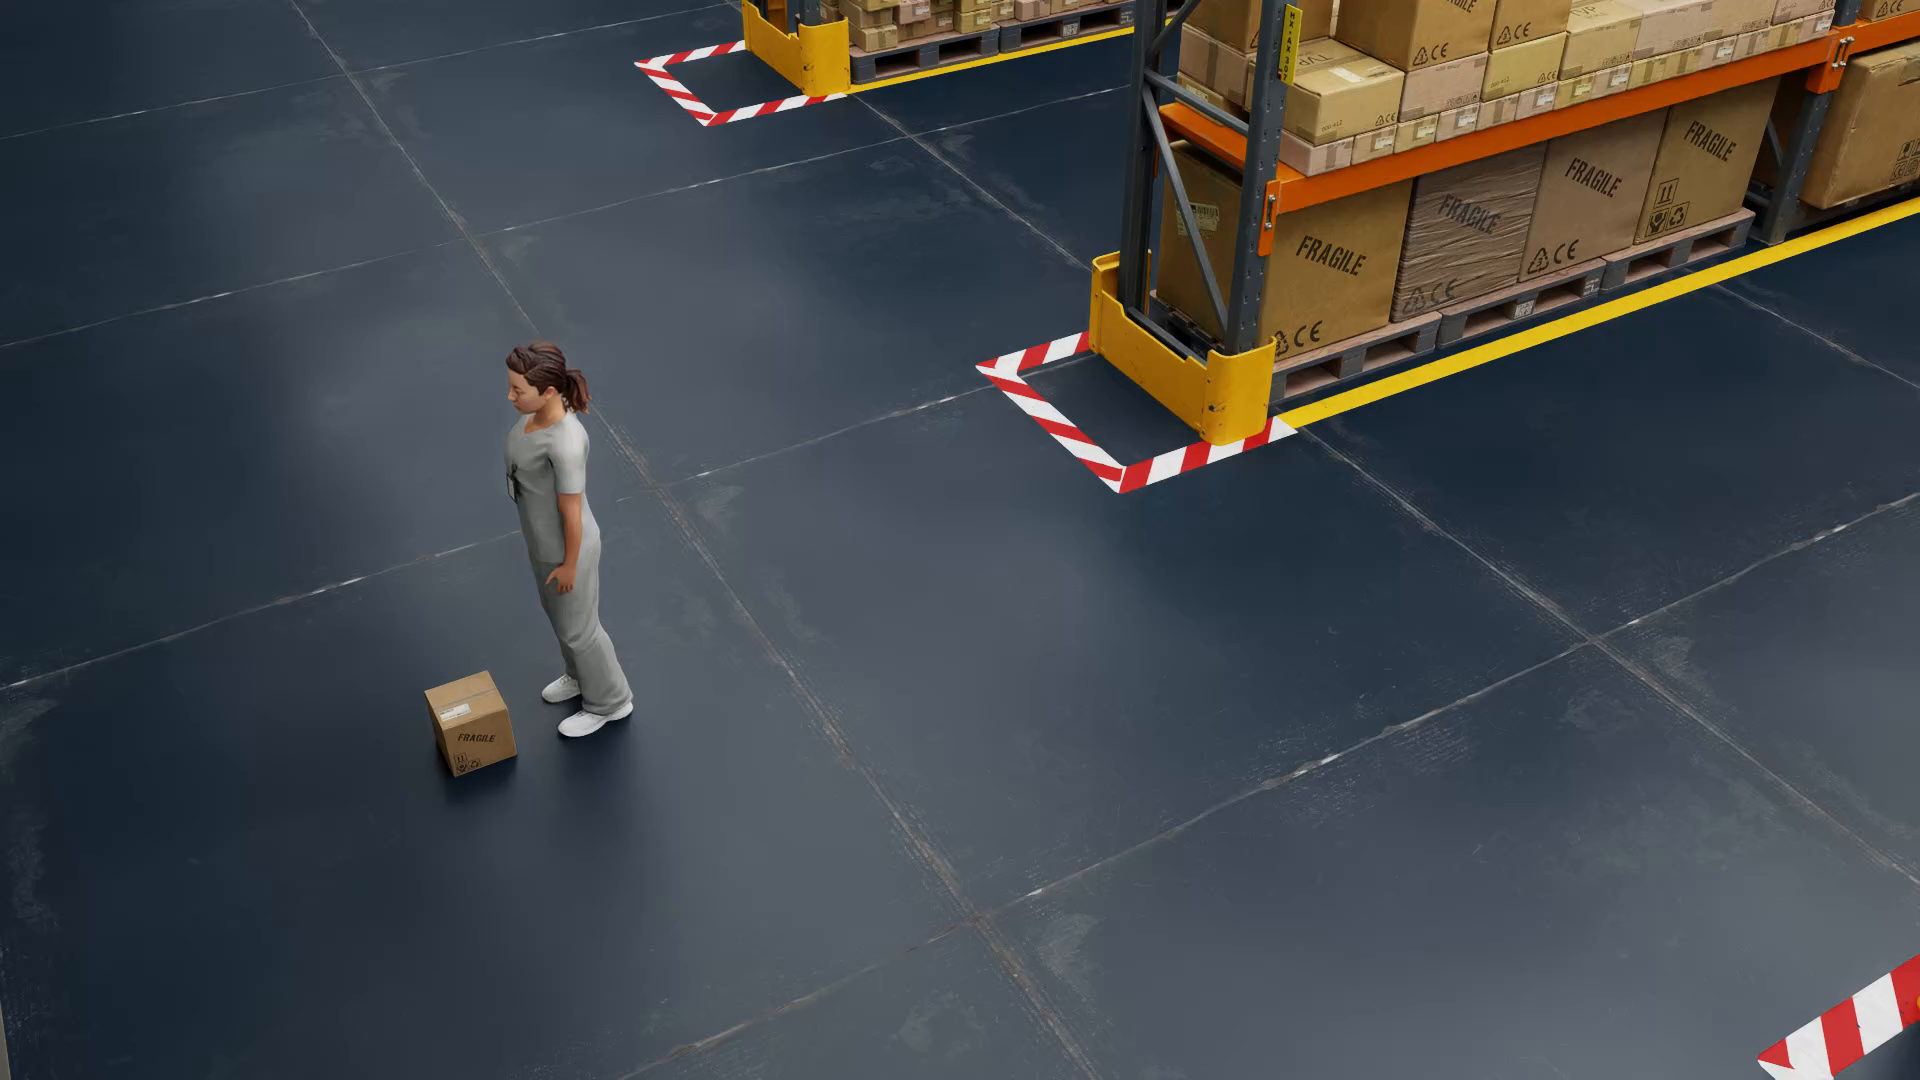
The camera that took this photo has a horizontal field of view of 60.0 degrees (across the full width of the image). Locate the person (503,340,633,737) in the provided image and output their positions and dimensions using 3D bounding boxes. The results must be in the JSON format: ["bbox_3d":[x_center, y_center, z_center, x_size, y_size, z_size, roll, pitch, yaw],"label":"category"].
[{"bbox_3d":[-1.458,0.002,6.158,0.363,1.676,0.438,-18,41,-23],"label":"person"}]
